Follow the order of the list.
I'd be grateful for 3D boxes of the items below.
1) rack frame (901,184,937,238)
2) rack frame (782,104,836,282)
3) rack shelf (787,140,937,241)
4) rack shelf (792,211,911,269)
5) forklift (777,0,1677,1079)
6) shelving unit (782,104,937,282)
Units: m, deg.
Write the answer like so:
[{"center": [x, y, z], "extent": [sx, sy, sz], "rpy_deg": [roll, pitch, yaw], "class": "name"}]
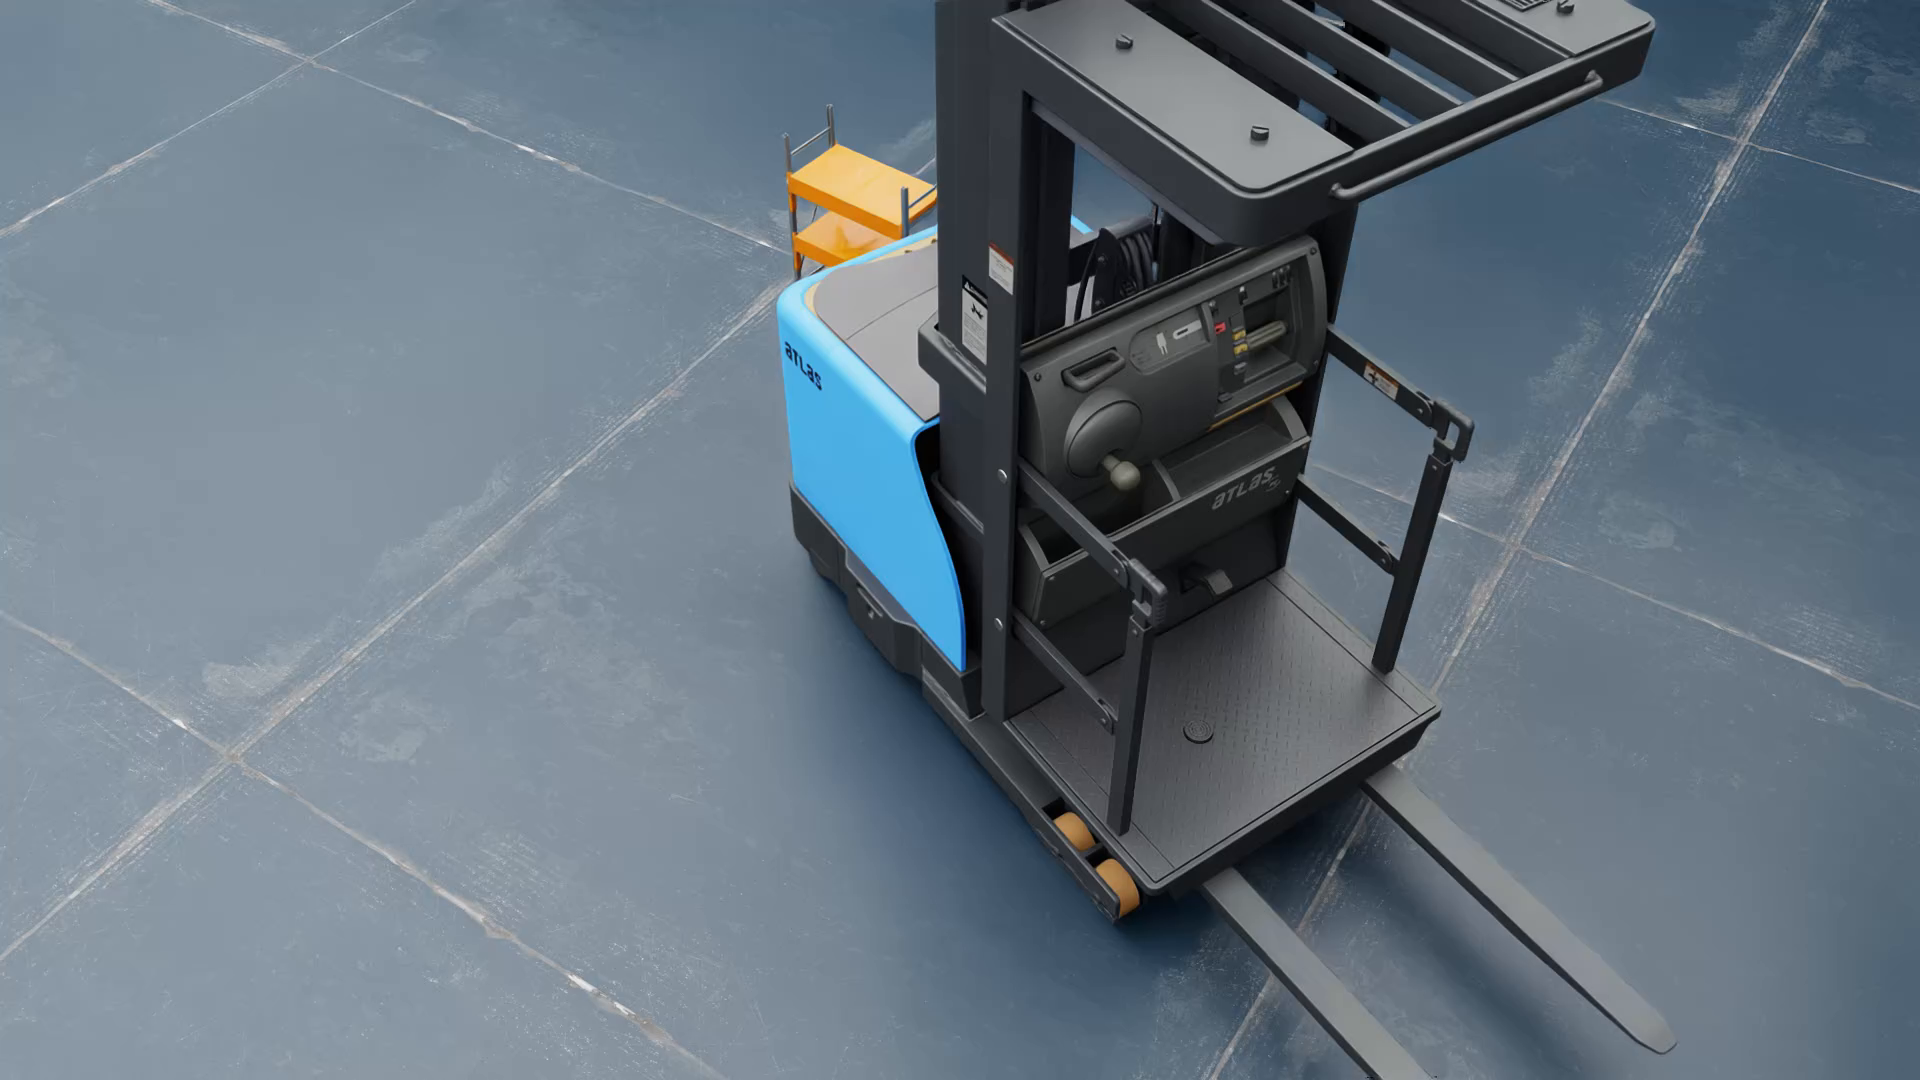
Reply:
[{"center": [-0.106, -0.734, 5.626], "extent": [0.015, 1.200, 0.240], "rpy_deg": [29, 52, 25], "class": "rack frame"}, {"center": [-0.494, -0.945, 5.832], "extent": [0.015, 1.200, 0.240], "rpy_deg": [29, 52, 25], "class": "rack frame"}, {"center": [-0.300, -1.113, 5.447], "extent": [0.480, 0.148, 0.258], "rpy_deg": [29, 52, 25], "class": "rack shelf"}, {"center": [-0.300, -0.949, 5.617], "extent": [0.480, 0.148, 0.258], "rpy_deg": [29, 52, 25], "class": "rack shelf"}, {"center": [0.682, -0.352, 4.049], "extent": [1.130, 2.935, 3.031], "rpy_deg": [-26, 51, -23], "class": "forklift"}, {"center": [-0.300, -0.840, 5.729], "extent": [0.503, 1.200, 0.258], "rpy_deg": [29, 52, 25], "class": "shelving unit"}]
